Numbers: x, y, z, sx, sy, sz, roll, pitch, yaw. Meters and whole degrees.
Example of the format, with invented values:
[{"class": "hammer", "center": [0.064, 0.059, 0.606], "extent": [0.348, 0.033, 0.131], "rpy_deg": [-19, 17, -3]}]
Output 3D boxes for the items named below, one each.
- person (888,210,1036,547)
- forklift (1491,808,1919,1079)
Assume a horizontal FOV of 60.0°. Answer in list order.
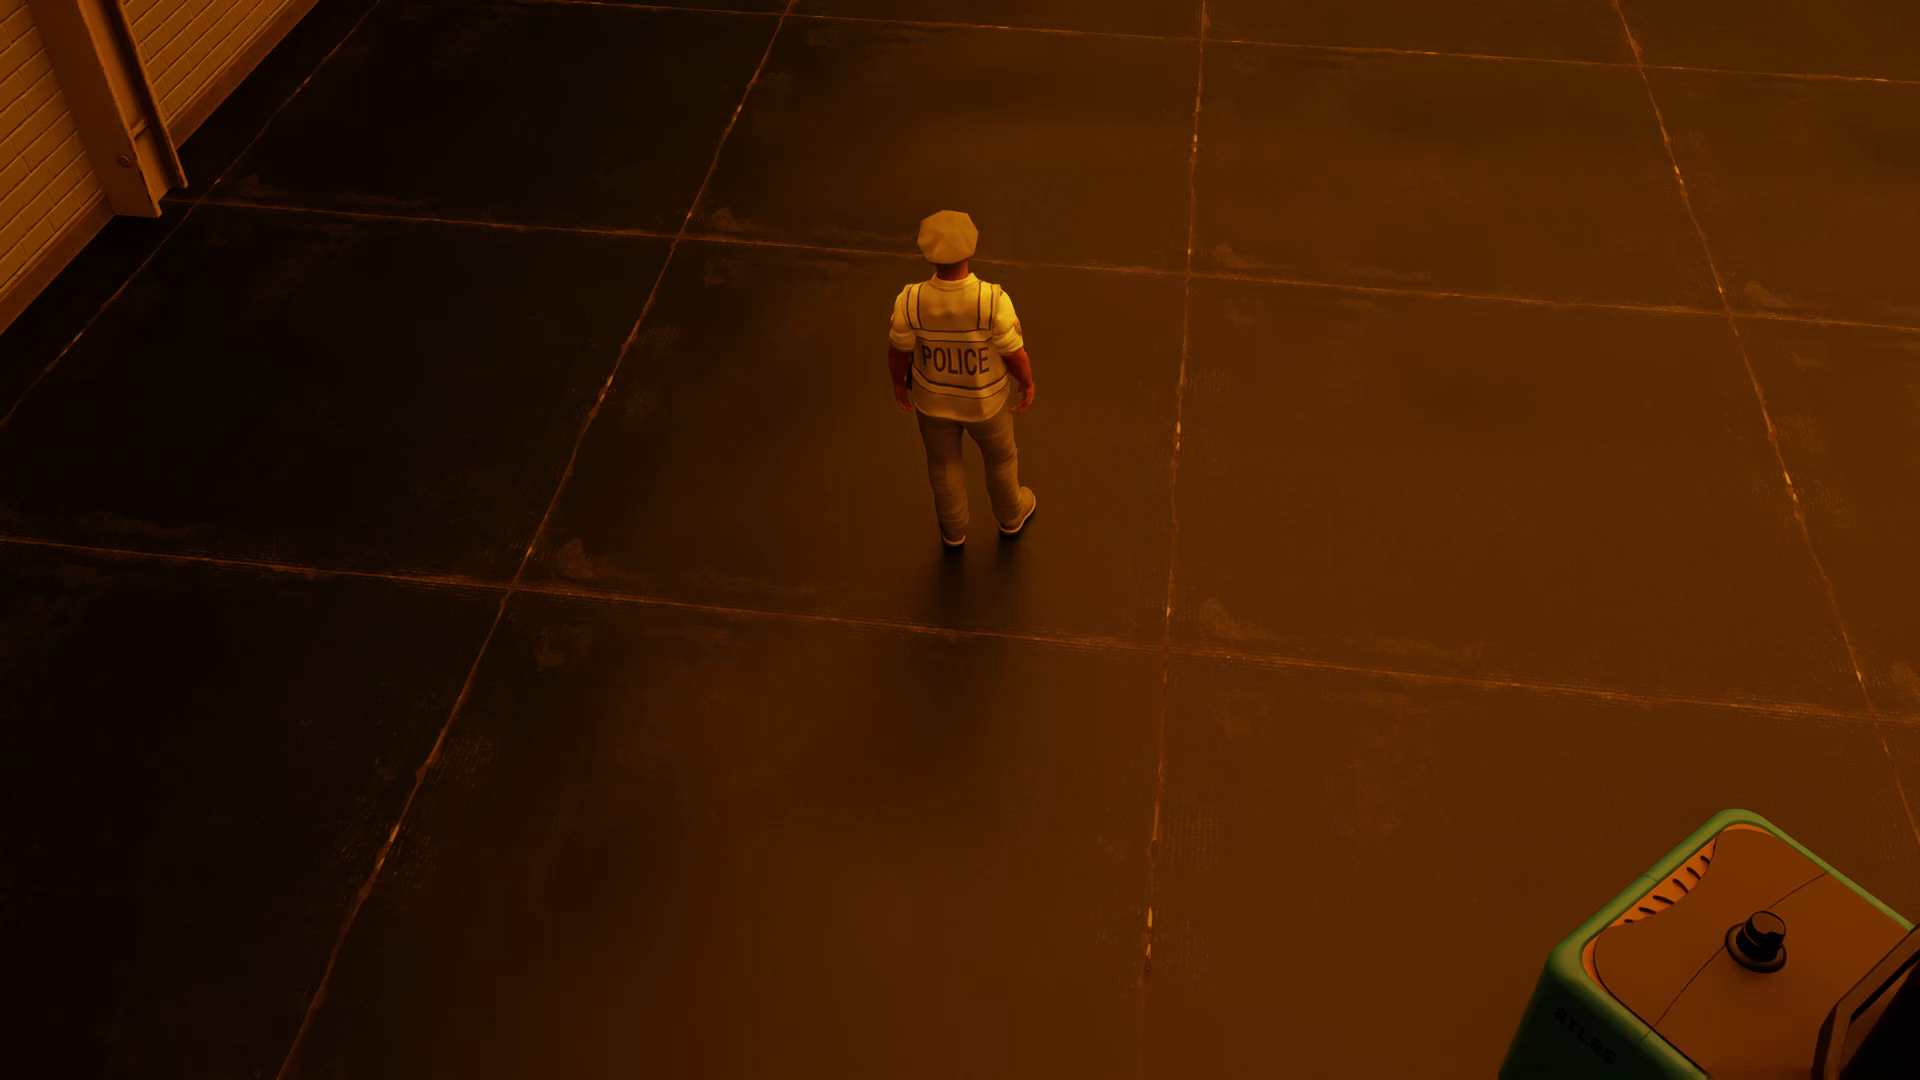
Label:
[{"class": "person", "center": [0.022, -0.713, 7.339], "extent": [0.641, 1.780, 0.574], "rpy_deg": [5, 43, 6]}, {"class": "forklift", "center": [3.041, 1.546, 4.041], "extent": [1.130, 2.935, 3.031], "rpy_deg": [-27, 49, -27]}]
